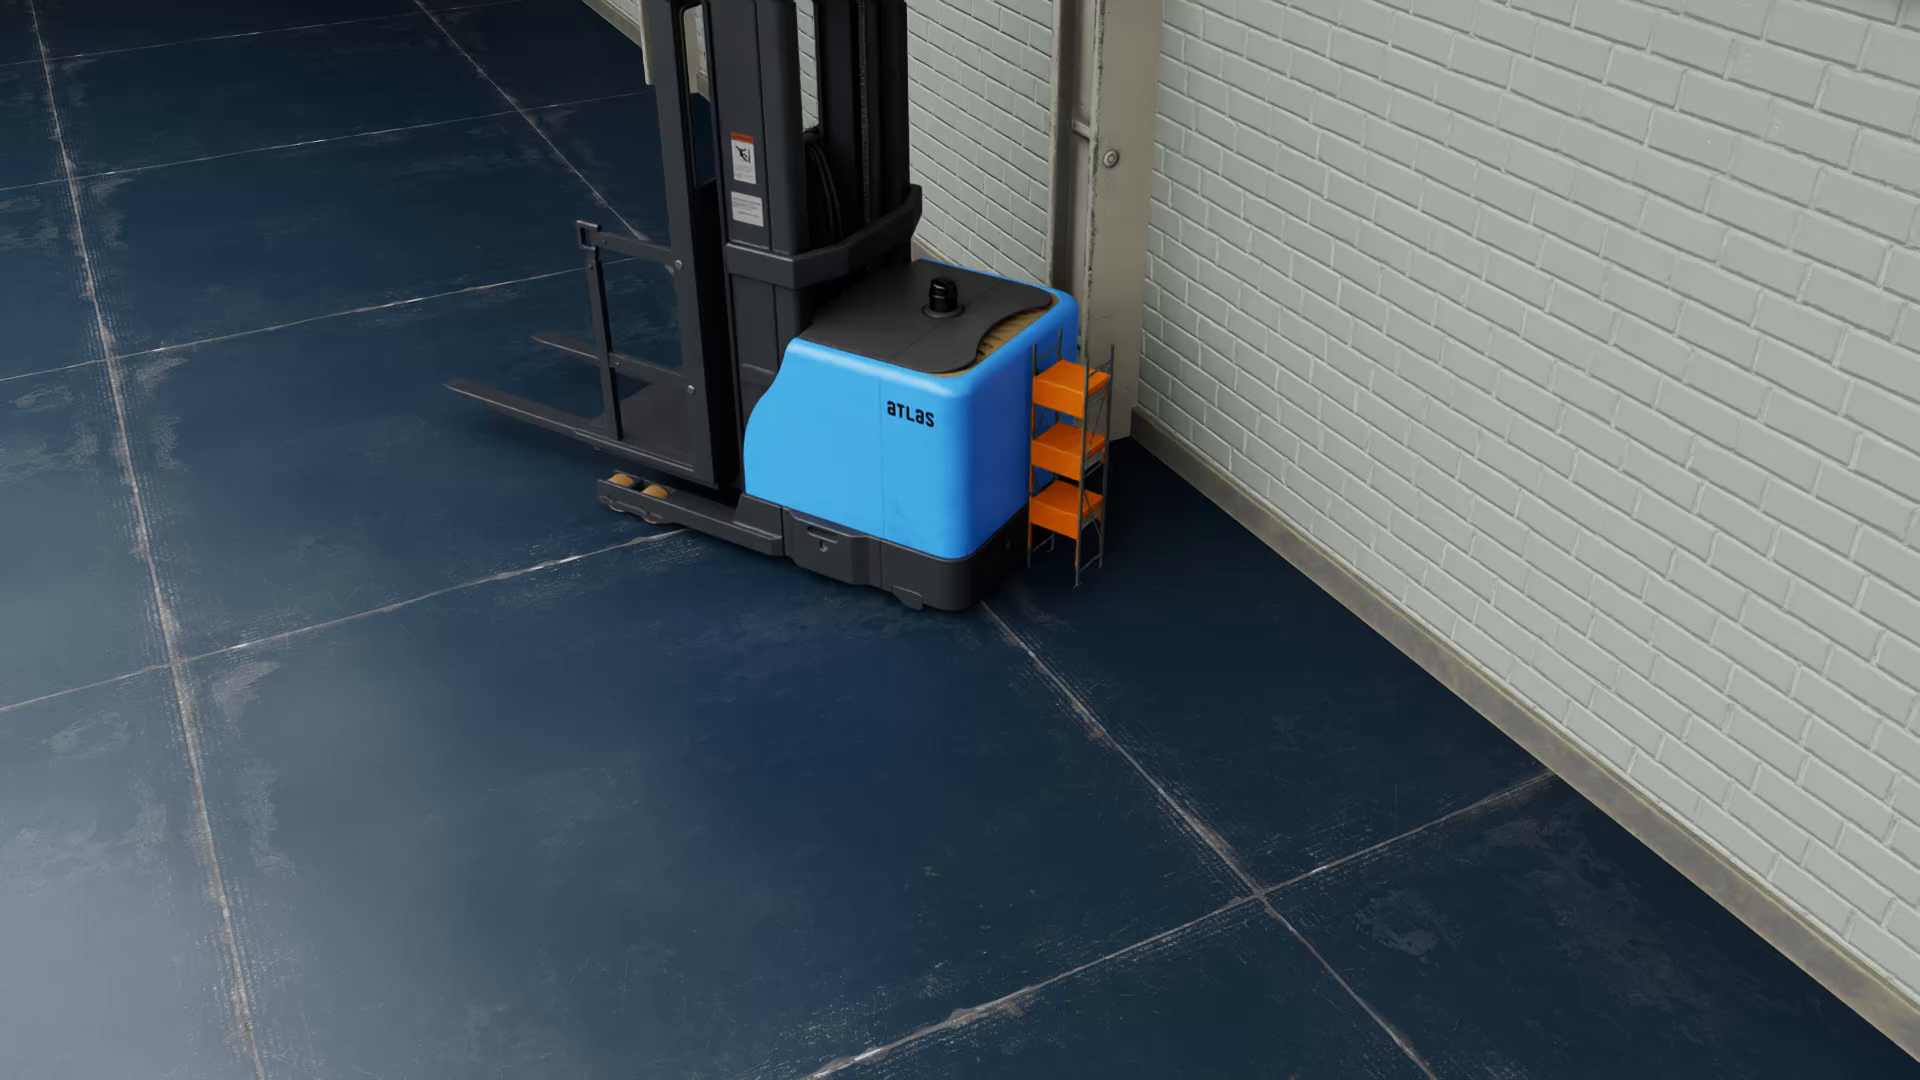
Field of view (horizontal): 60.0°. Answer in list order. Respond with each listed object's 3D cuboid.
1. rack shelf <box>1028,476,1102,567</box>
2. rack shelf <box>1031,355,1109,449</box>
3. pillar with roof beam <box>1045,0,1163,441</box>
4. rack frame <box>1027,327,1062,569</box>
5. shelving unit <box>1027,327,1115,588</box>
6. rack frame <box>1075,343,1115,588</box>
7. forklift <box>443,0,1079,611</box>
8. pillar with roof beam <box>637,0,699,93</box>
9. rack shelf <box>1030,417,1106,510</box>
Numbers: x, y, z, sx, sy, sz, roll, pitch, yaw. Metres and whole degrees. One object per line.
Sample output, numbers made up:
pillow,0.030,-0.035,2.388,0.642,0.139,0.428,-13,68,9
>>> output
rack shelf,0.444,-0.080,6.937,0.240,0.259,0.215,21,38,30
rack shelf,0.444,-0.553,6.634,0.240,0.259,0.215,21,38,30
pillar with roof beam,-3.183,-3.275,4.021,9.100,9.000,0.400,-16,36,-23
rack frame,0.346,-0.362,6.842,0.008,1.050,0.200,21,38,30
shelving unit,0.444,-0.323,6.781,0.252,1.050,0.215,21,38,30
rack frame,0.543,-0.285,6.721,0.008,1.050,0.200,21,38,30
forklift,-1.022,-1.531,6.922,3.031,2.935,1.130,18,37,26
pillar with roof beam,-5.981,-6.139,8.490,9.100,9.000,0.400,-16,36,-23
rack shelf,0.444,-0.314,6.787,0.240,0.259,0.215,21,38,30
